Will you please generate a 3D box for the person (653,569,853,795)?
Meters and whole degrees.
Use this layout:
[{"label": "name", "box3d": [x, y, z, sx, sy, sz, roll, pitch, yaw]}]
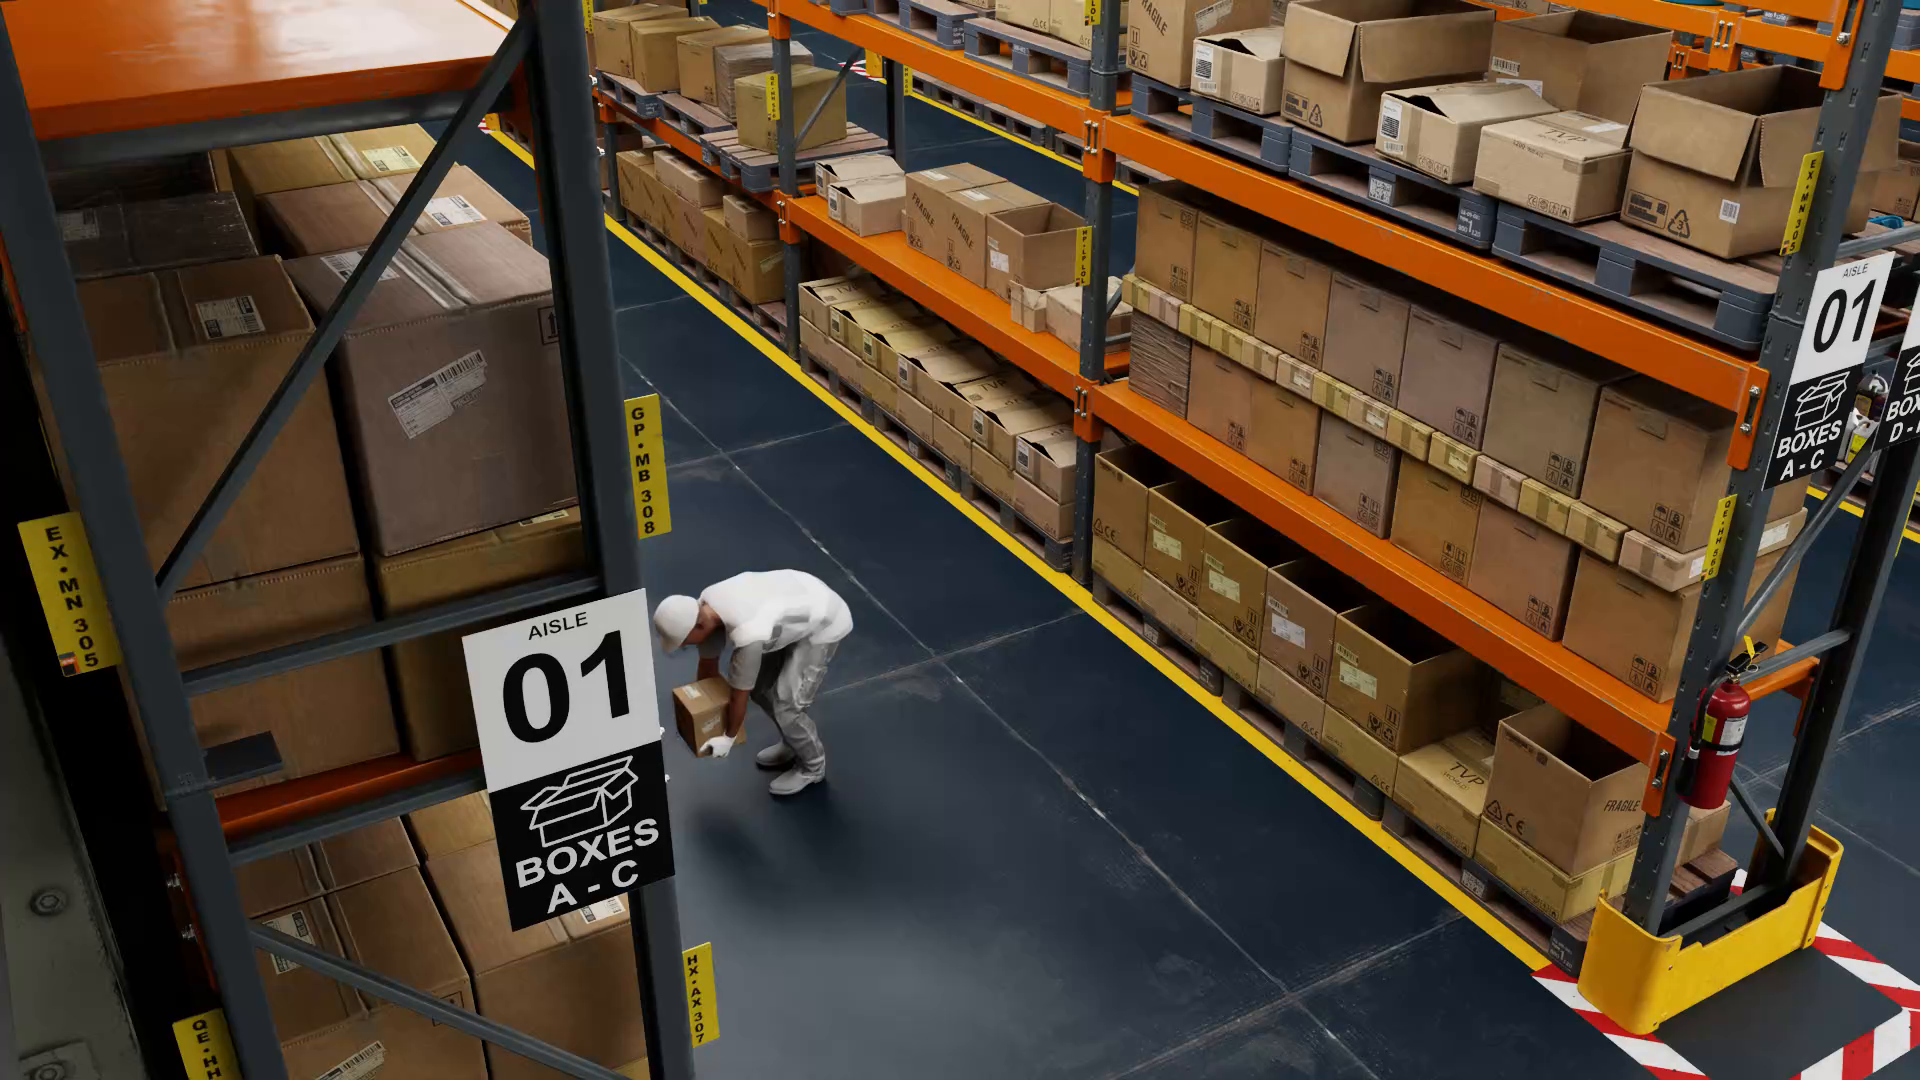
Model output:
[{"label": "person", "box3d": [-0.967, 0.679, 7.921, 0.962, 1.191, 0.524, -17, 33, -28]}]
